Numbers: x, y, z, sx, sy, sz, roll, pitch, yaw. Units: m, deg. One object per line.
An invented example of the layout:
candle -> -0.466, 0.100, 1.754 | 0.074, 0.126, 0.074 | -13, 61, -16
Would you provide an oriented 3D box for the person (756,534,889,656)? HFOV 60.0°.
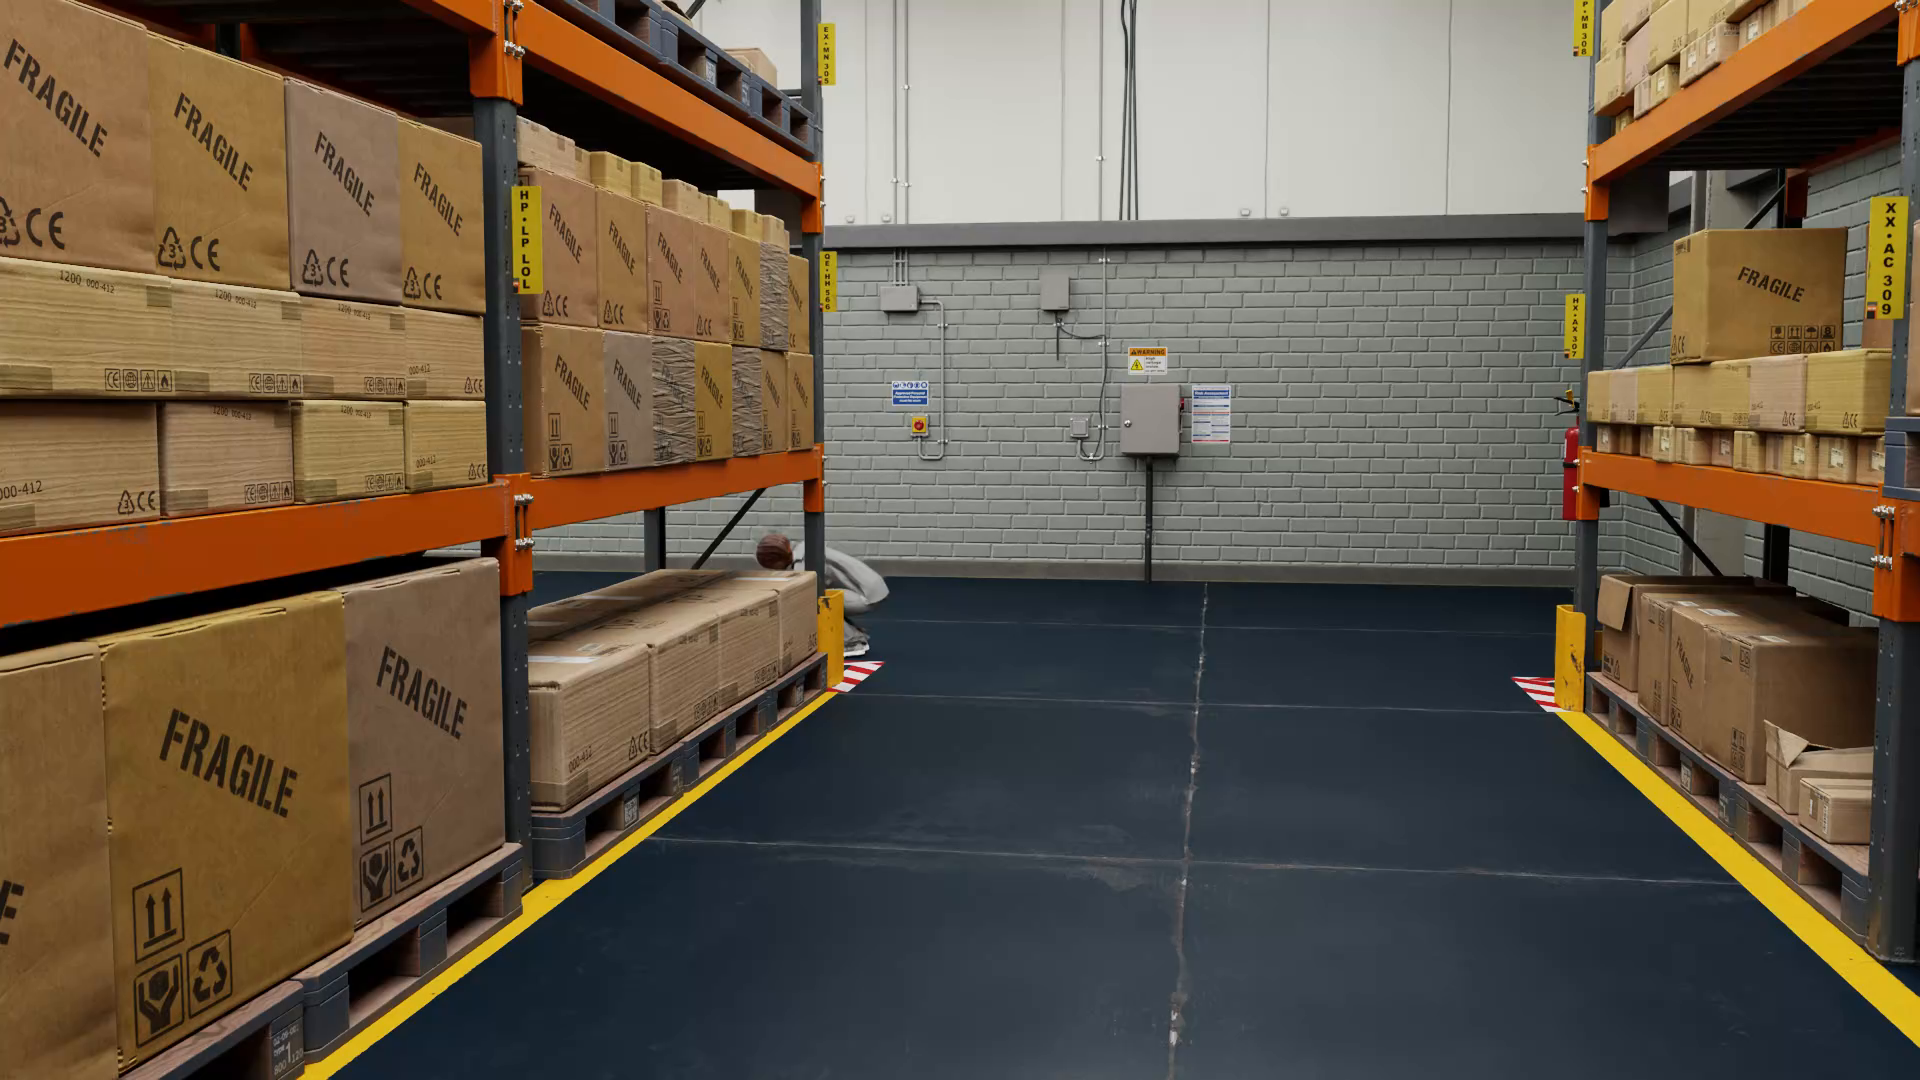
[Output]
person -> -0.842, 0.348, 10.220 | 0.815, 0.763, 0.435 | 0, 5, 2
